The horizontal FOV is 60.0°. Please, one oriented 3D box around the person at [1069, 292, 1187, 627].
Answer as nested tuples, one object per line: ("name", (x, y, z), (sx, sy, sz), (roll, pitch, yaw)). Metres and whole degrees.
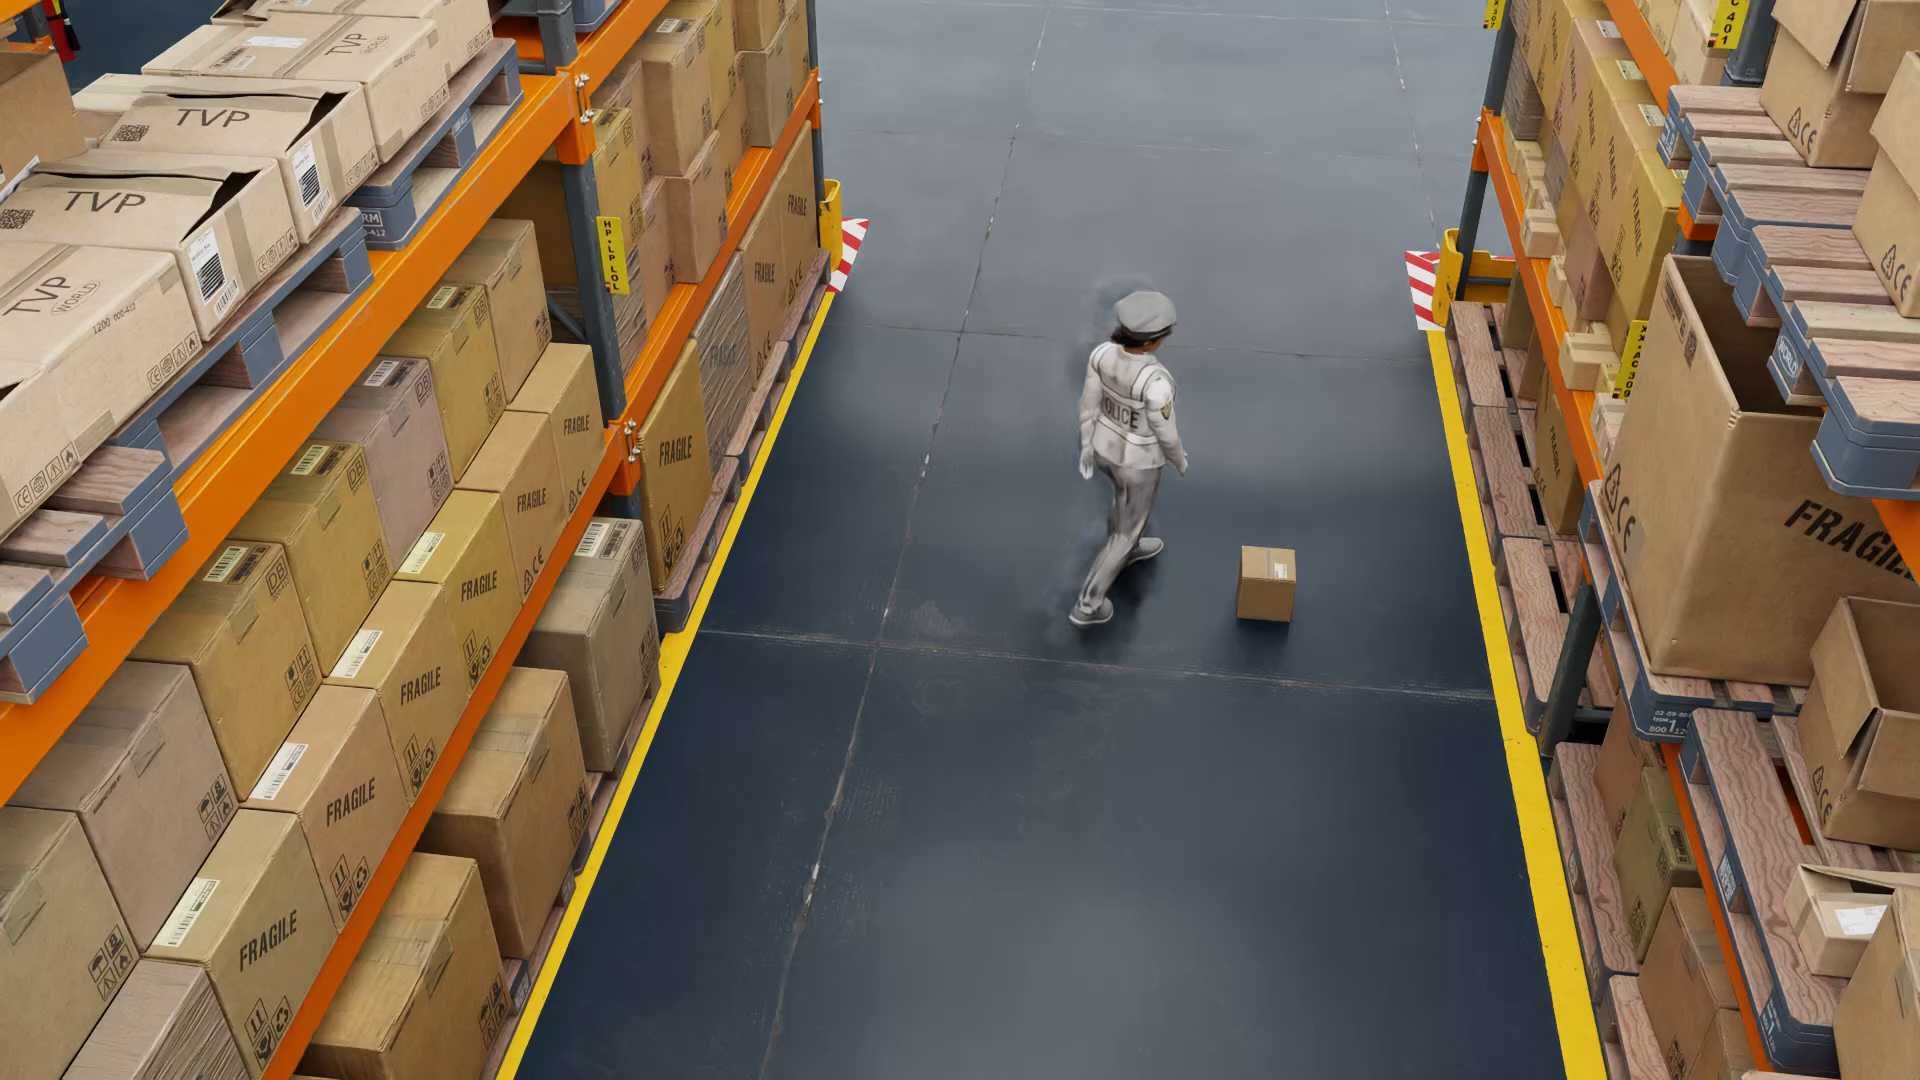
("person", (0.783, -0.389, 7.556), (0.816, 1.620, 0.495), (-24, 43, -29))
